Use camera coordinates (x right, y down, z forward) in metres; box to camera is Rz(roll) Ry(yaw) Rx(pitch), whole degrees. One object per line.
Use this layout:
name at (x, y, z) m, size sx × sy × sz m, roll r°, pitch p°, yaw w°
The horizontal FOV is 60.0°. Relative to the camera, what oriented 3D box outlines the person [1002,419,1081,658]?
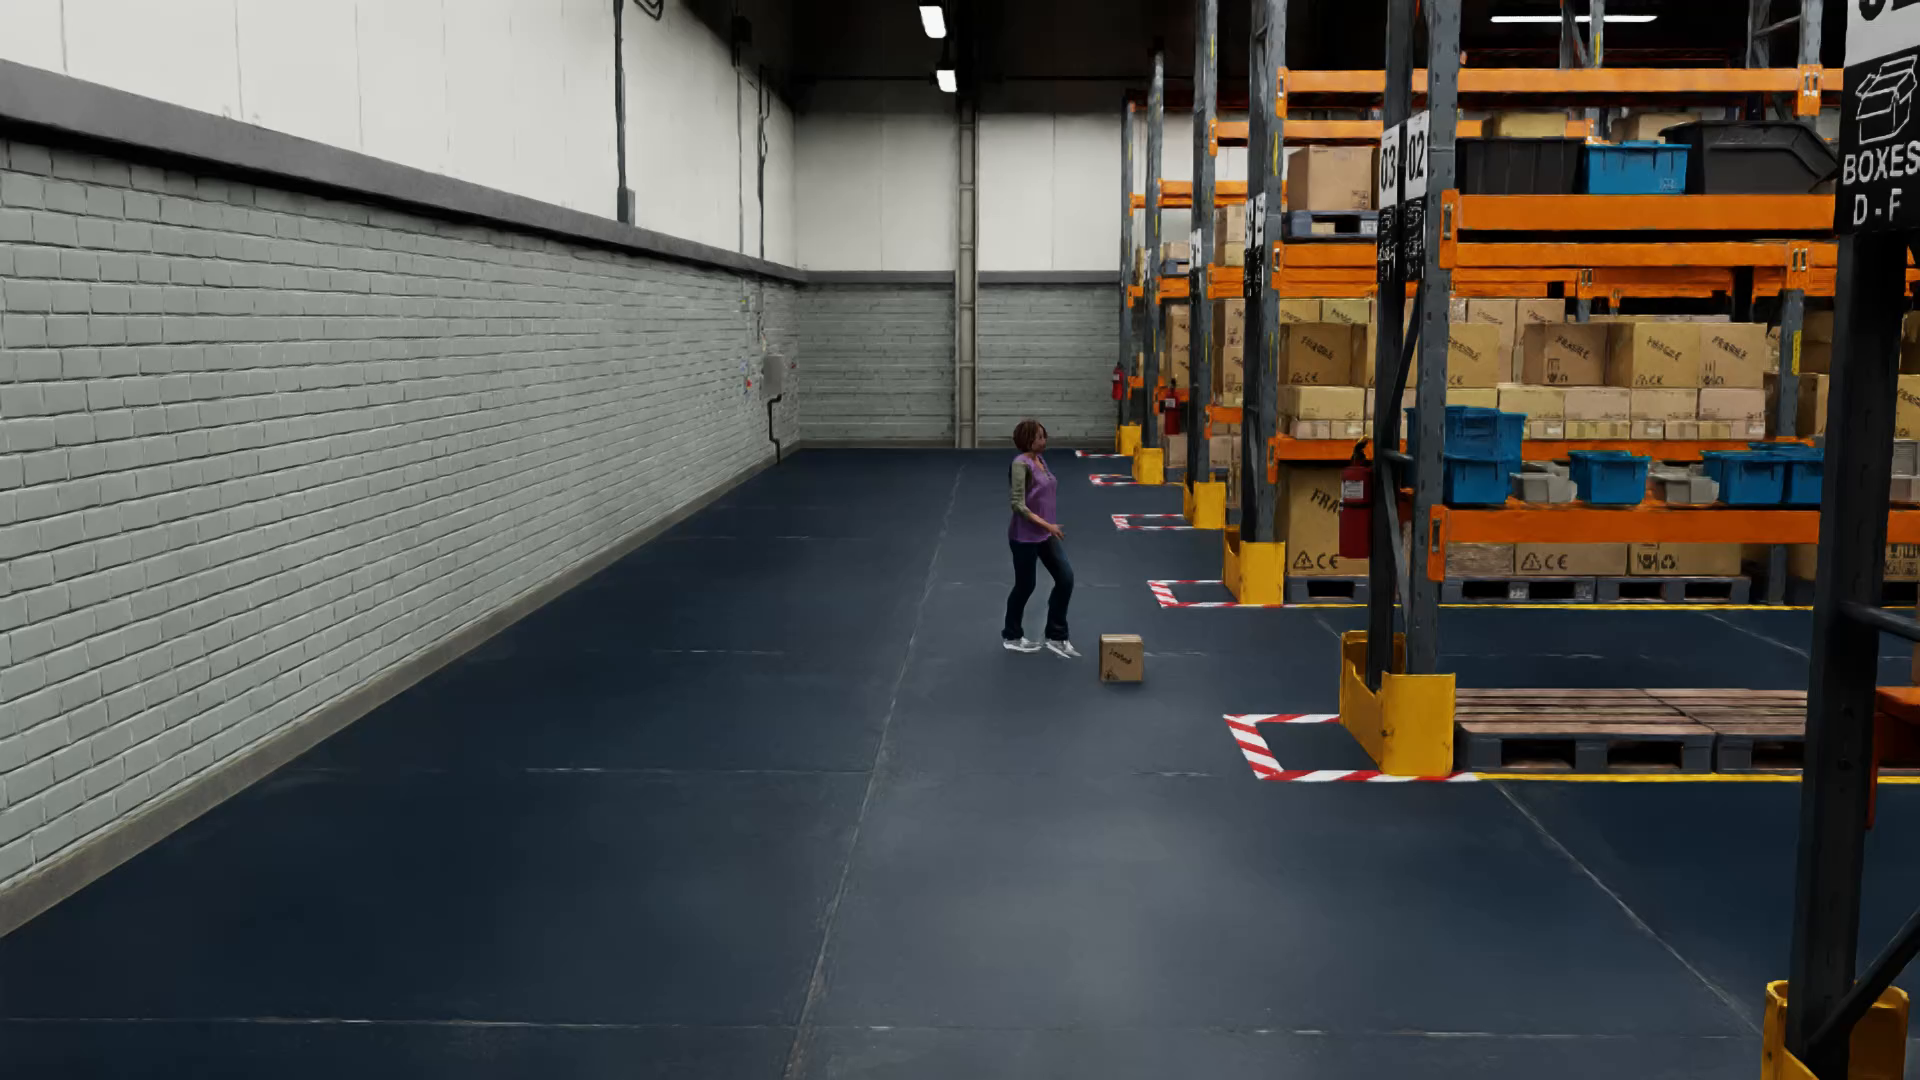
person at (0.511, 0.000, 11.003) m, size 0.585 × 1.606 × 0.562 m, roll 5°, pitch 9°, yaw 32°
